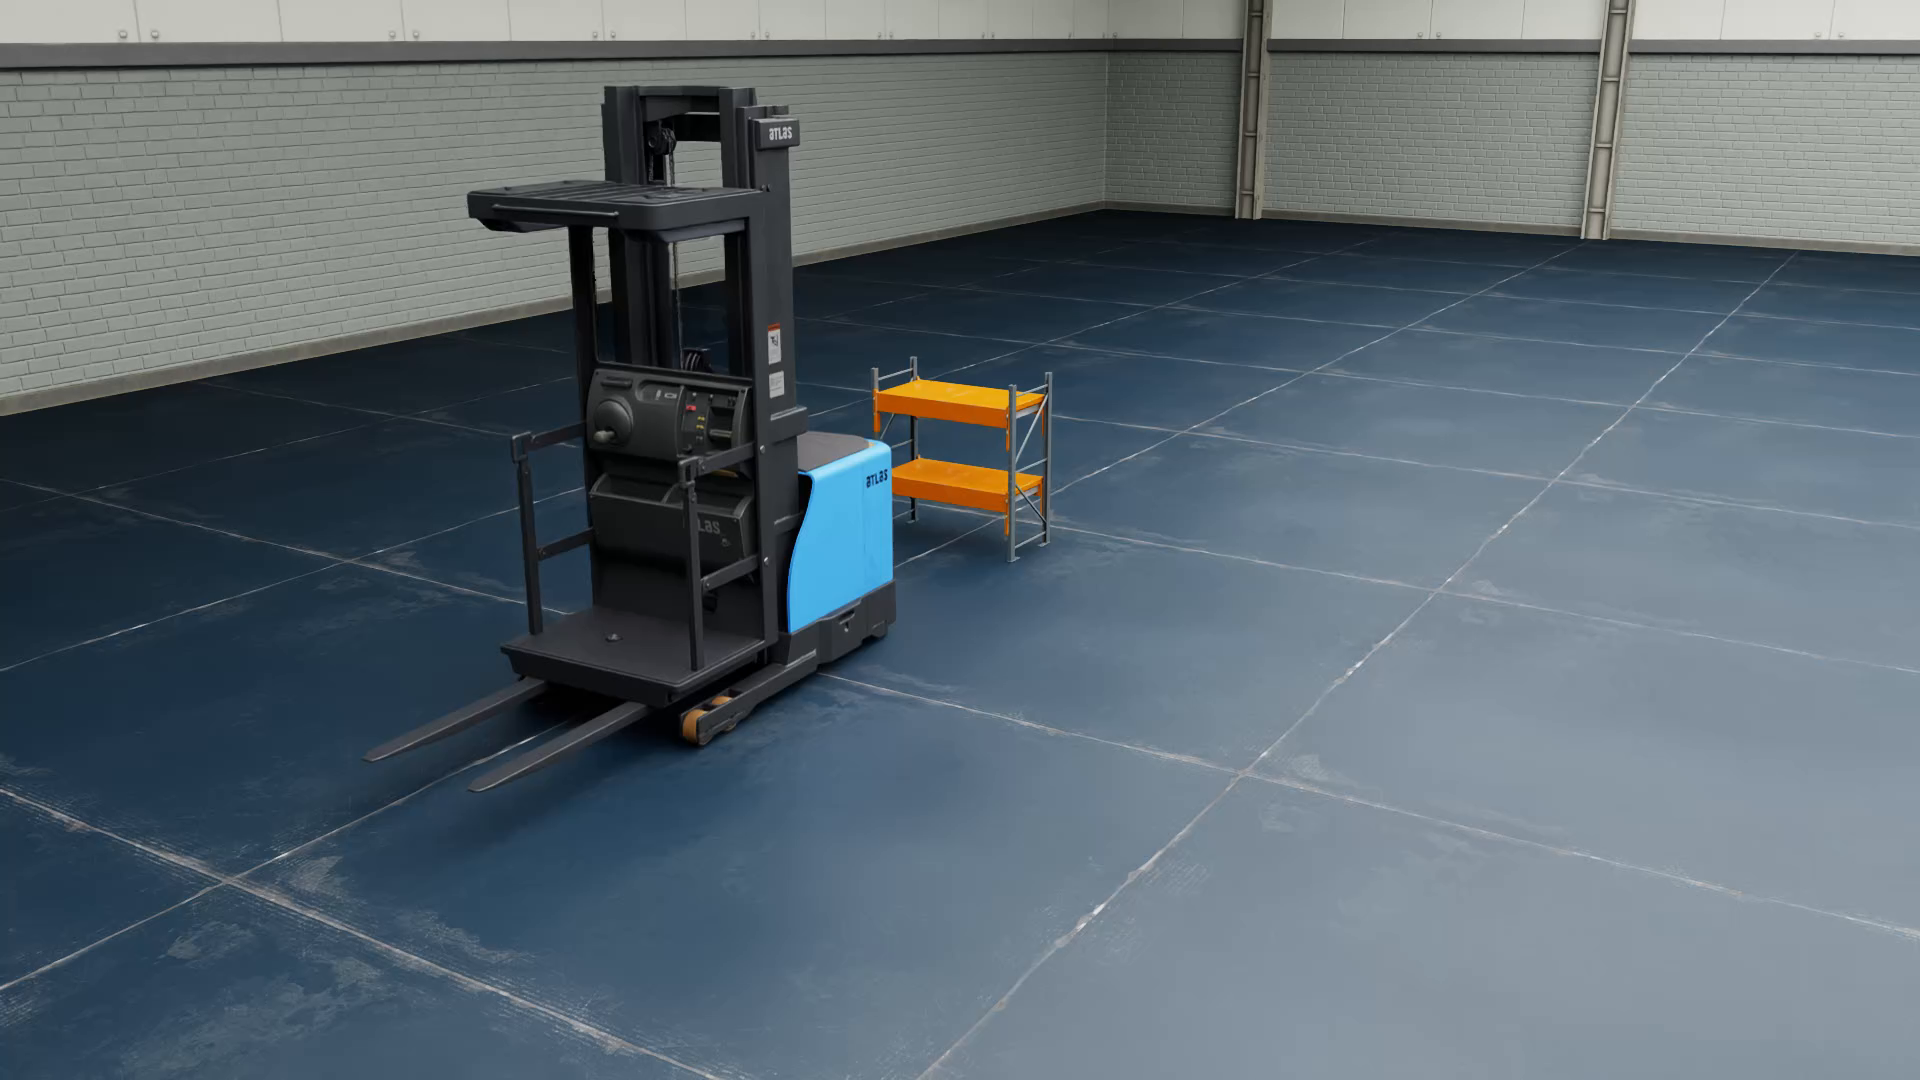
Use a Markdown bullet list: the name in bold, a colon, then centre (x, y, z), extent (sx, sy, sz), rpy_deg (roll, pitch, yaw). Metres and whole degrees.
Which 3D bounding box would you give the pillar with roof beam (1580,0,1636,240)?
- **pillar with roof beam**: centre (8.066, -8.143, 22.207), extent (0.400, 9.000, 9.100), rpy_deg (10, 20, 30)

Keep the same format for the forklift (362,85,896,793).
- **forklift**: centre (-1.512, -0.597, 7.805), extent (1.130, 2.935, 3.031), rpy_deg (9, 19, 28)

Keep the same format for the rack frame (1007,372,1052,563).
- **rack frame**: centre (0.439, -0.460, 10.460), extent (0.032, 1.125, 0.500), rpy_deg (10, 20, 30)

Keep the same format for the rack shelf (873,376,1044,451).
- **rack shelf**: centre (0.006, -0.817, 10.629), extent (1.000, 0.278, 0.538), rpy_deg (10, 20, 30)

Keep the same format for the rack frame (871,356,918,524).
- **rack frame**: centre (-0.427, -0.615, 10.969), extent (0.032, 1.125, 0.500), rpy_deg (10, 20, 30)

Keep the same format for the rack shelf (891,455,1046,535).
- **rack shelf**: centre (0.006, -0.303, 10.785), extent (1.000, 0.278, 0.538), rpy_deg (10, 20, 30)

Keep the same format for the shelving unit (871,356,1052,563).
- **shelving unit**: centre (0.006, -0.537, 10.714), extent (1.048, 1.125, 0.538), rpy_deg (10, 20, 30)

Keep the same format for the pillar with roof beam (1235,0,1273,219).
- **pillar with roof beam**: centre (2.954, -9.056, 25.212), extent (0.400, 9.000, 9.100), rpy_deg (10, 20, 30)
